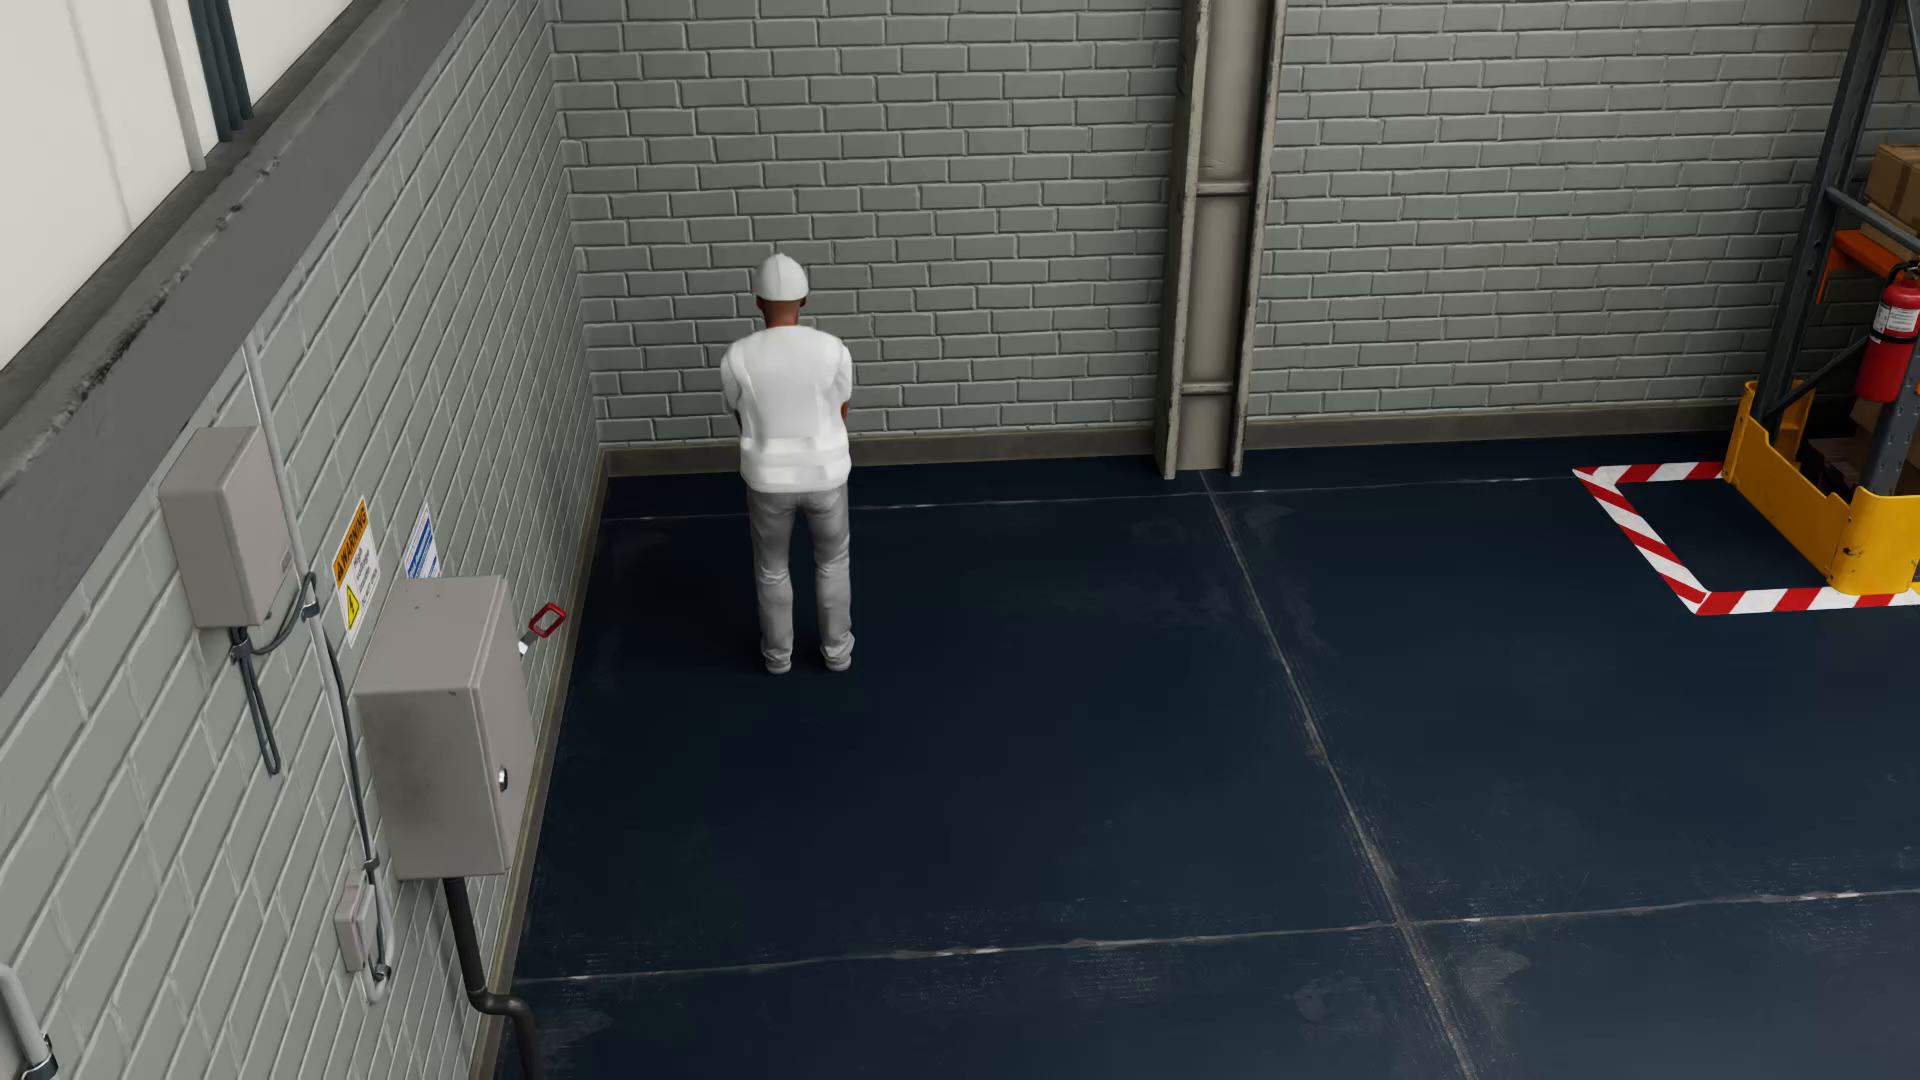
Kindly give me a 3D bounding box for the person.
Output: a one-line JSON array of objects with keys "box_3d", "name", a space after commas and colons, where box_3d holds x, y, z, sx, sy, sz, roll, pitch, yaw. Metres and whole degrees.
[{"box_3d": [-0.670, -0.307, 6.635, 0.503, 1.752, 0.587, -3, 31, -5], "name": "person"}]
